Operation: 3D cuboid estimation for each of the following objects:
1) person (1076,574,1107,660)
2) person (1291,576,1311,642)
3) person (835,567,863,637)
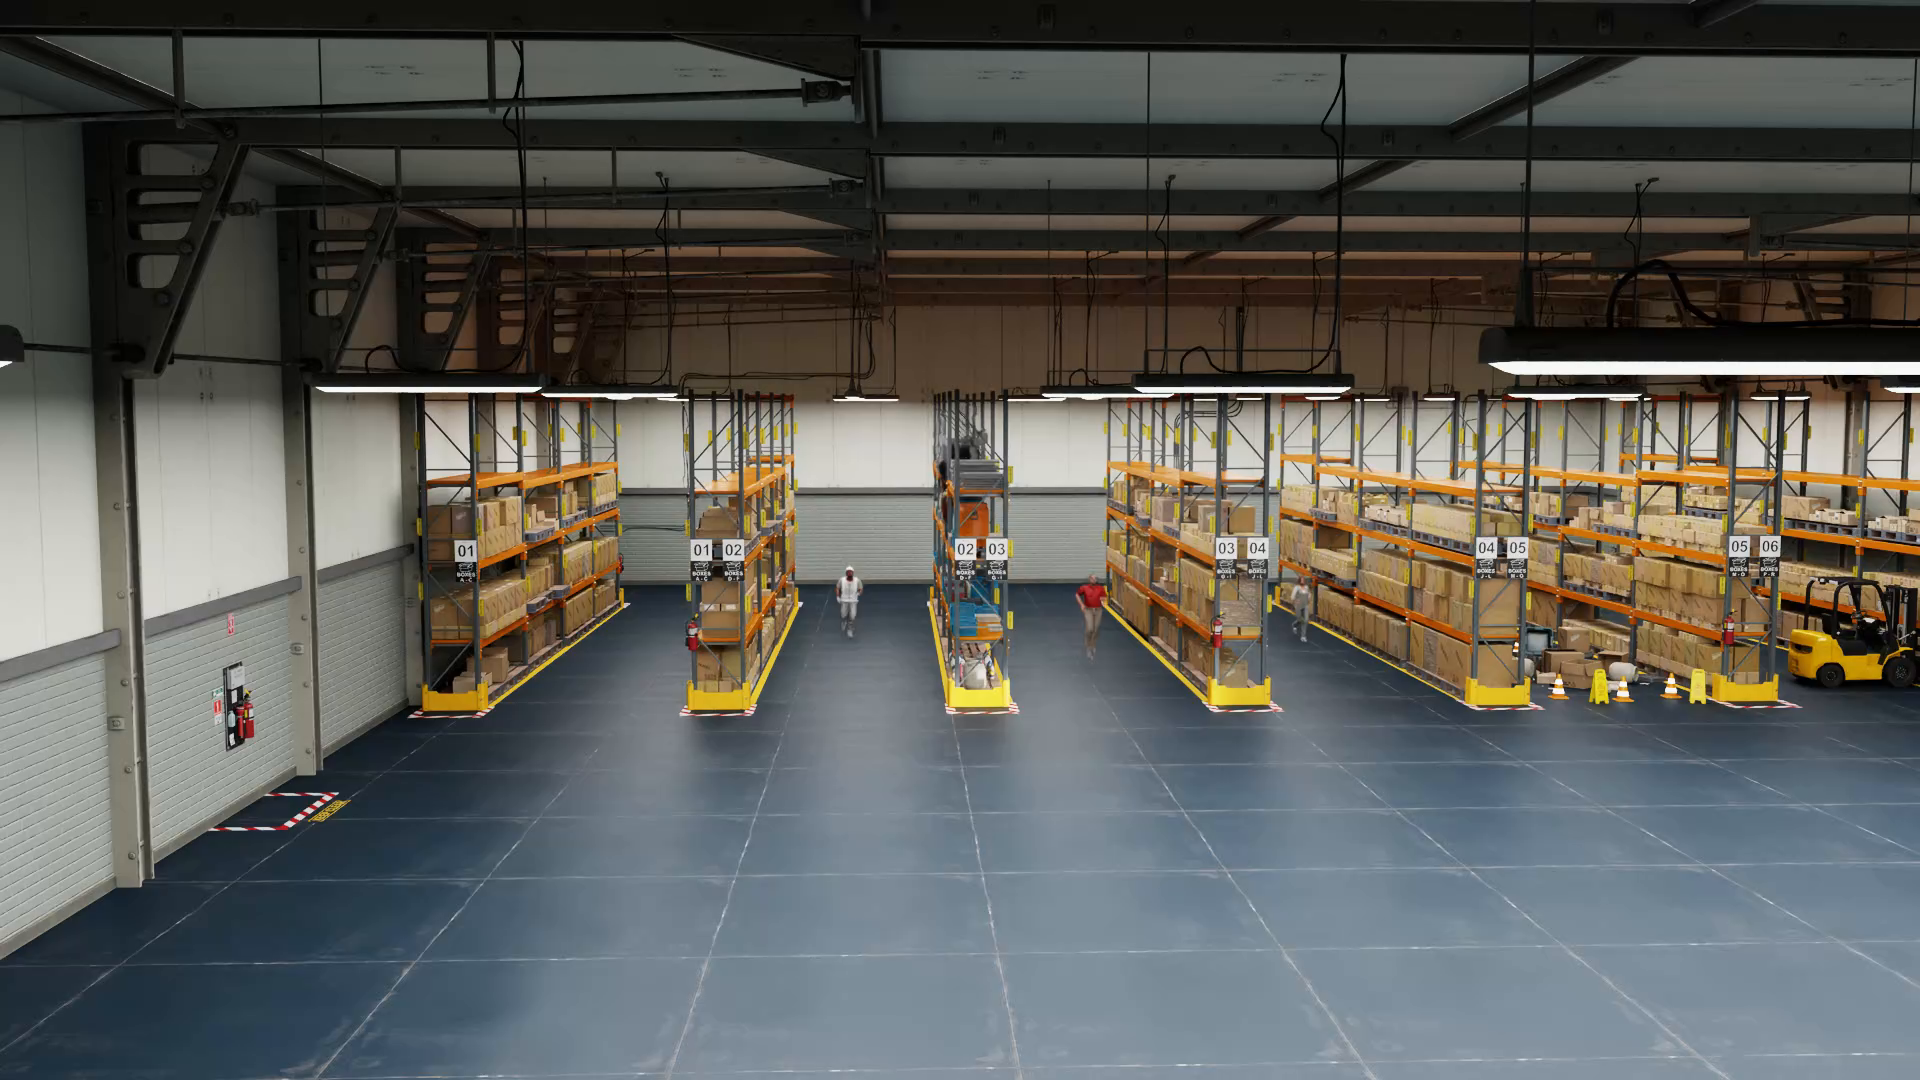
[{"bbox_3d":[2.896,1.664,36.170,0.637,1.856,0.693,-1,5,-12],"label":"person"},{"bbox_3d":[8.287,1.653,40.382,0.539,1.583,0.756,-1,5,-8],"label":"person"},{"bbox_3d":[-2.731,1.523,40.998,0.687,1.726,0.612,0,5,-3],"label":"person"}]
